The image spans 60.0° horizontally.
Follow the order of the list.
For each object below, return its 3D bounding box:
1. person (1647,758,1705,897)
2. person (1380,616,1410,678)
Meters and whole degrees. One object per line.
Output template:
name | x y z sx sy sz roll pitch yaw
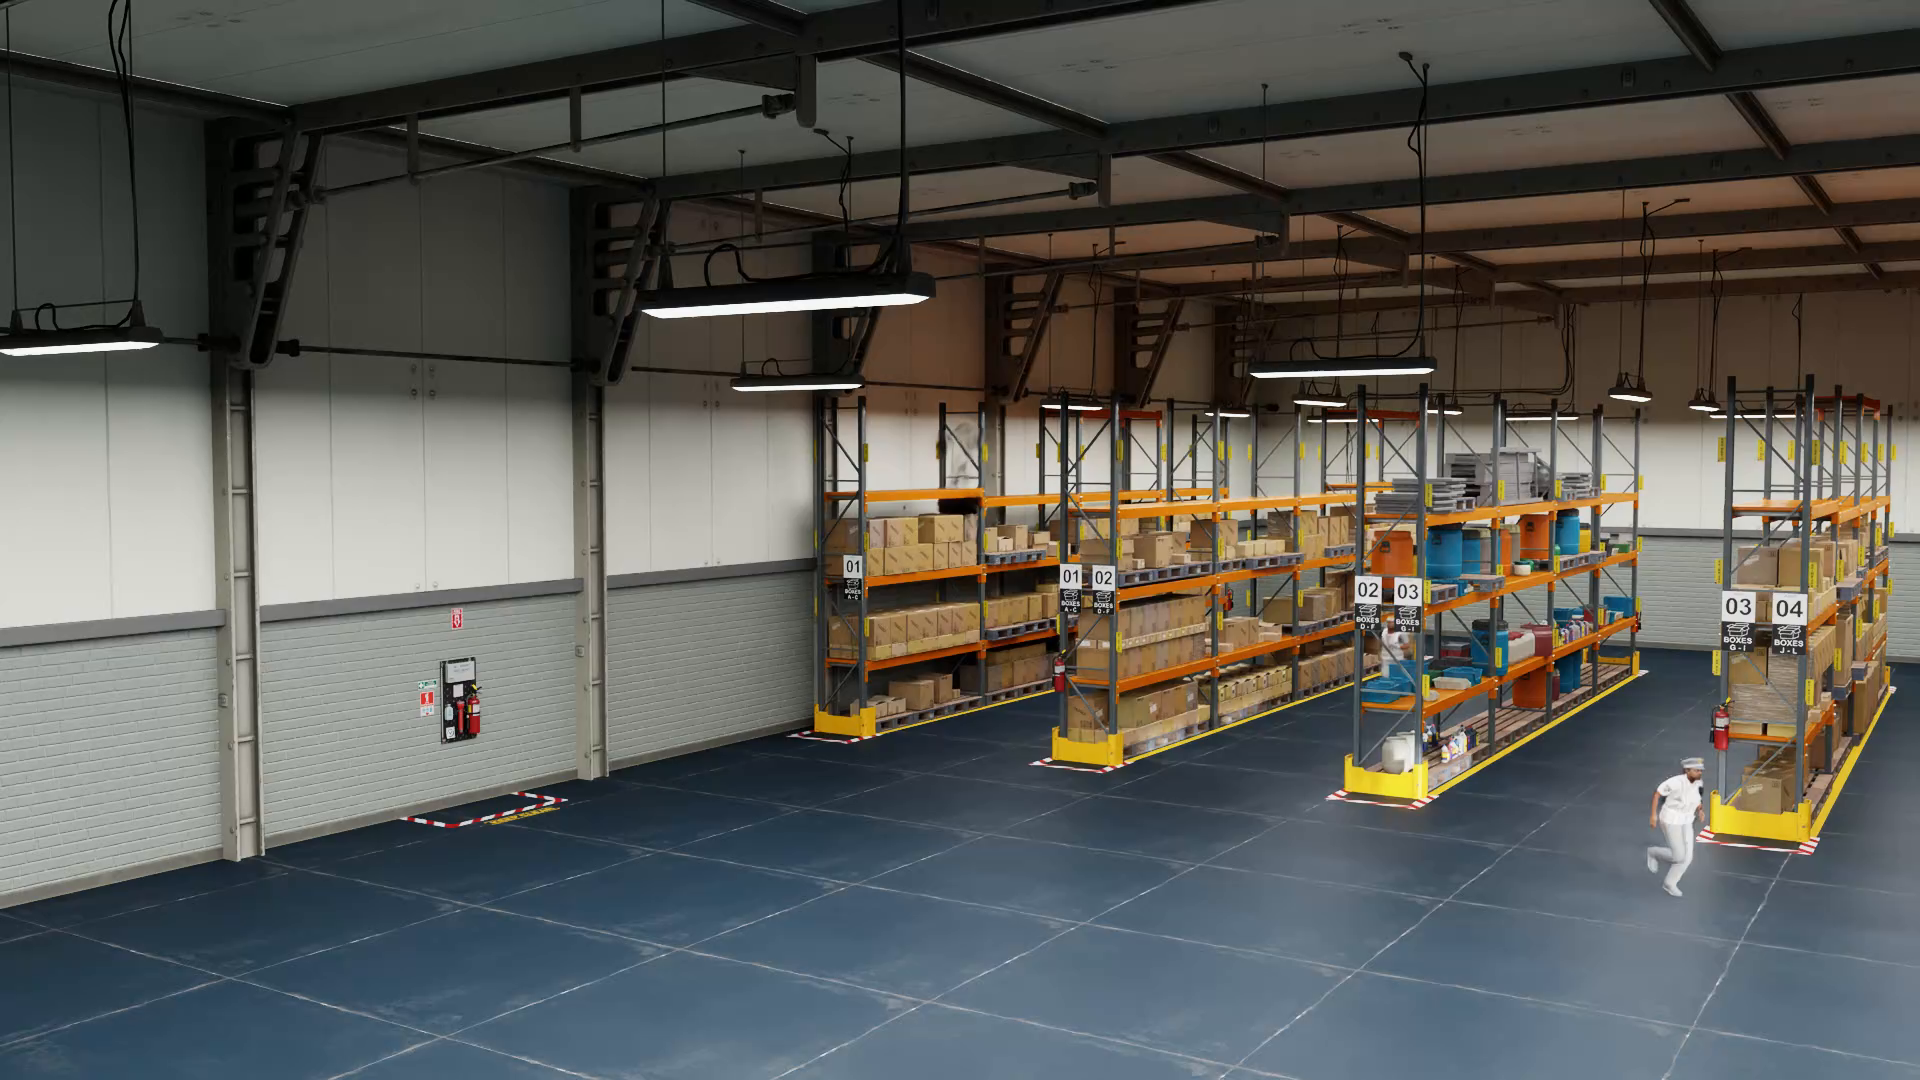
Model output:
person | 8.141 3.232 18.904 0.565 1.608 0.708 -1 3 -25
person | 8.537 2.393 32.702 0.655 1.826 0.882 2 4 33
